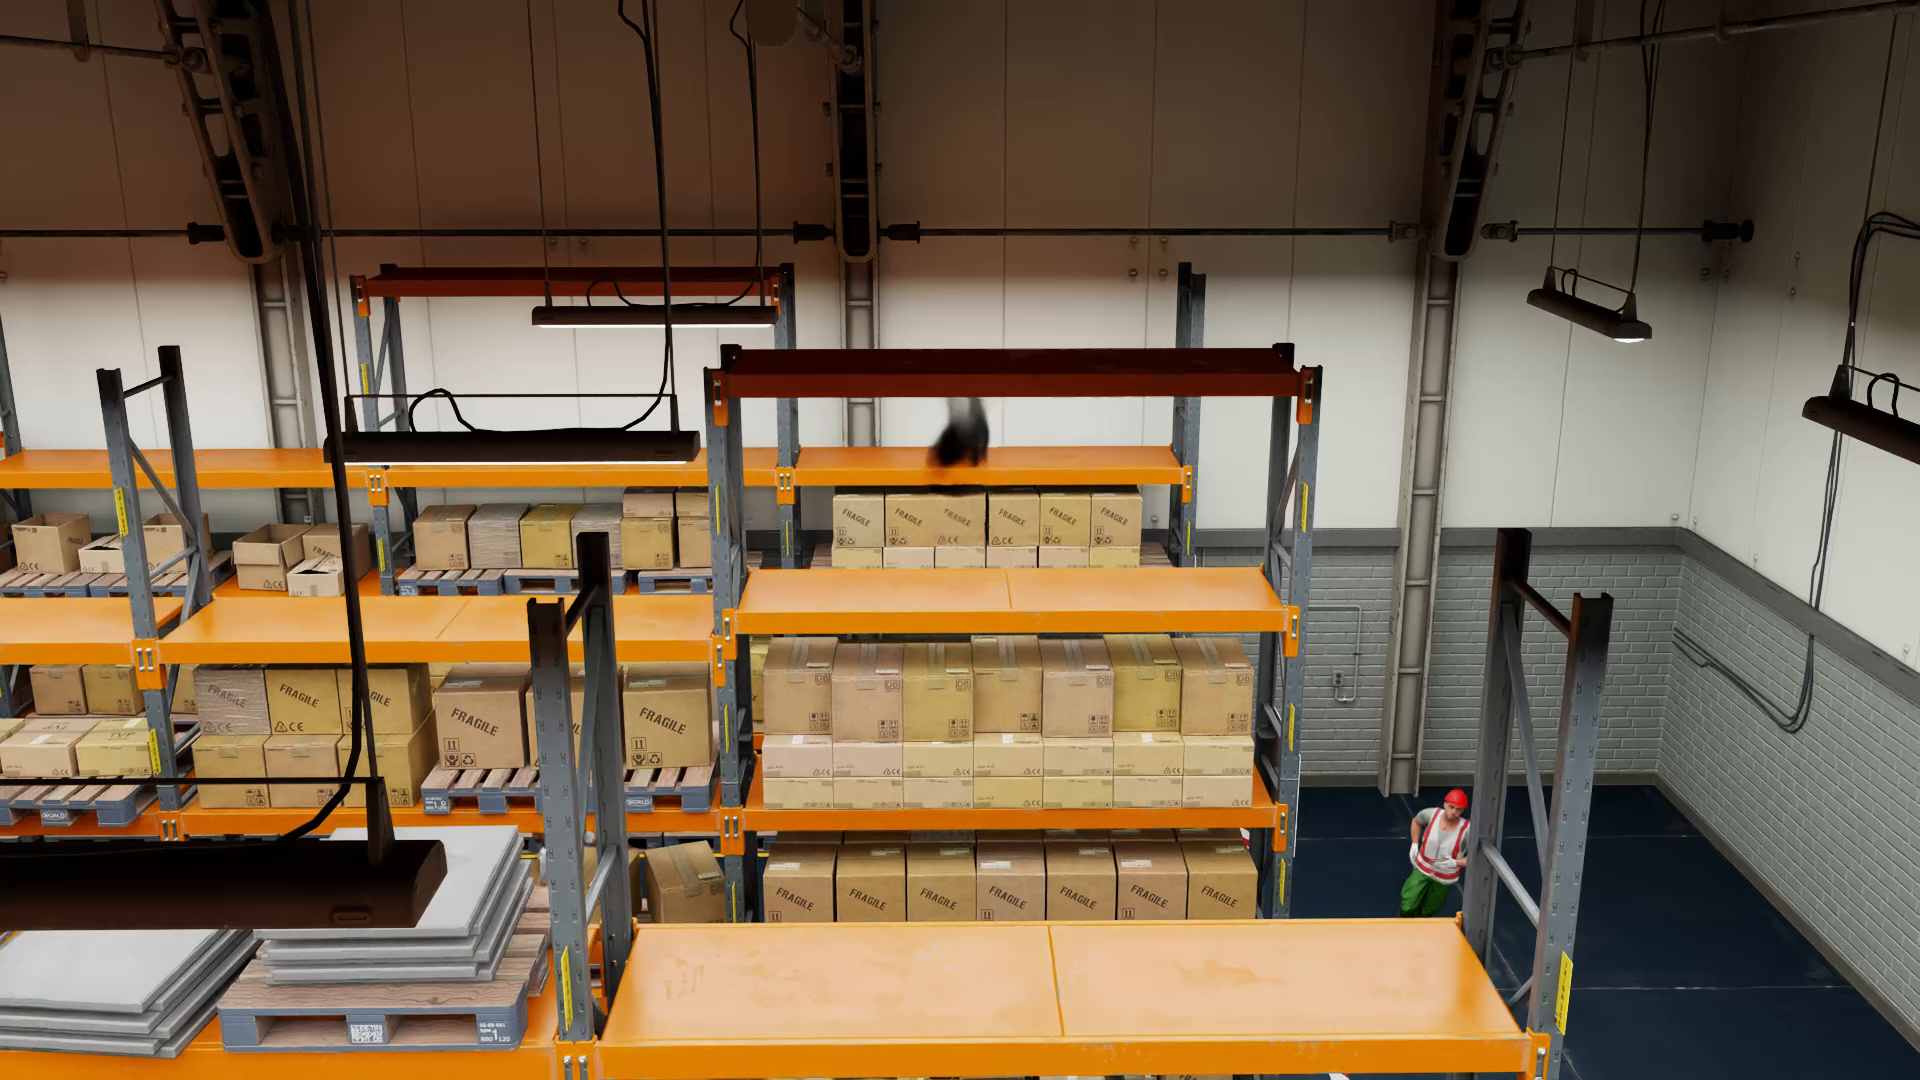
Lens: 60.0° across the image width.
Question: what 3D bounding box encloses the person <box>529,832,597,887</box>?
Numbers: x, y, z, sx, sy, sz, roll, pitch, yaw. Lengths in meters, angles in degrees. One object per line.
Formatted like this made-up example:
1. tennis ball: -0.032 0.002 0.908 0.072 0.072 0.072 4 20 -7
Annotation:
1. person: -3.333 3.175 14.704 1.118 1.596 0.683 4 17 13

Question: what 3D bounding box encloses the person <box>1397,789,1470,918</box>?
1. person: 4.317 3.016 15.122 0.776 1.705 0.616 8 18 26
